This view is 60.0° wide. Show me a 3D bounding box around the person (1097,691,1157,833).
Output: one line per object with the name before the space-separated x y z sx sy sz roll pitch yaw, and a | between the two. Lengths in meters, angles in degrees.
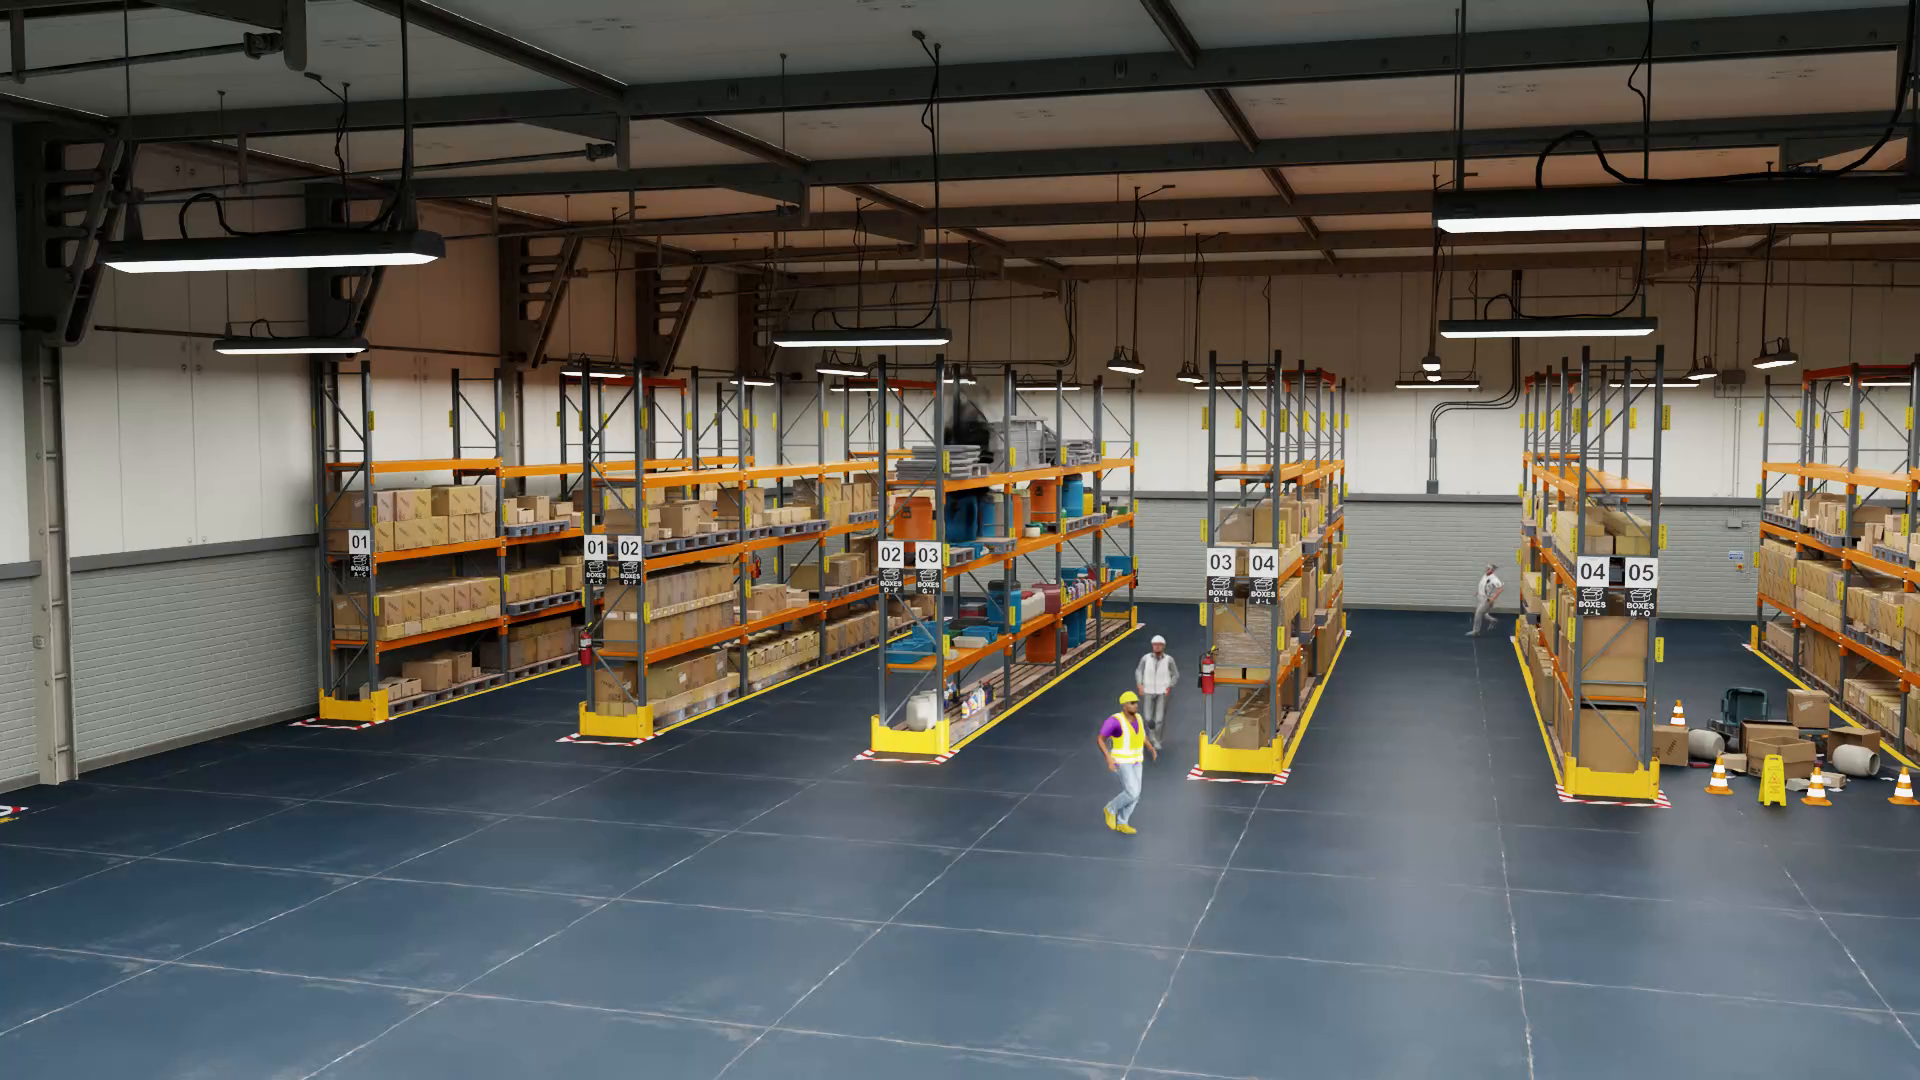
person | 2.059 2.695 20.180 0.710 1.730 0.573 -4 6 -42

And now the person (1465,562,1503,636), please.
person | 12.271 1.378 38.673 0.844 1.732 0.719 -1 4 -14

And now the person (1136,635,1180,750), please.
person | 3.018 2.323 25.466 0.676 1.736 0.538 1 4 15
